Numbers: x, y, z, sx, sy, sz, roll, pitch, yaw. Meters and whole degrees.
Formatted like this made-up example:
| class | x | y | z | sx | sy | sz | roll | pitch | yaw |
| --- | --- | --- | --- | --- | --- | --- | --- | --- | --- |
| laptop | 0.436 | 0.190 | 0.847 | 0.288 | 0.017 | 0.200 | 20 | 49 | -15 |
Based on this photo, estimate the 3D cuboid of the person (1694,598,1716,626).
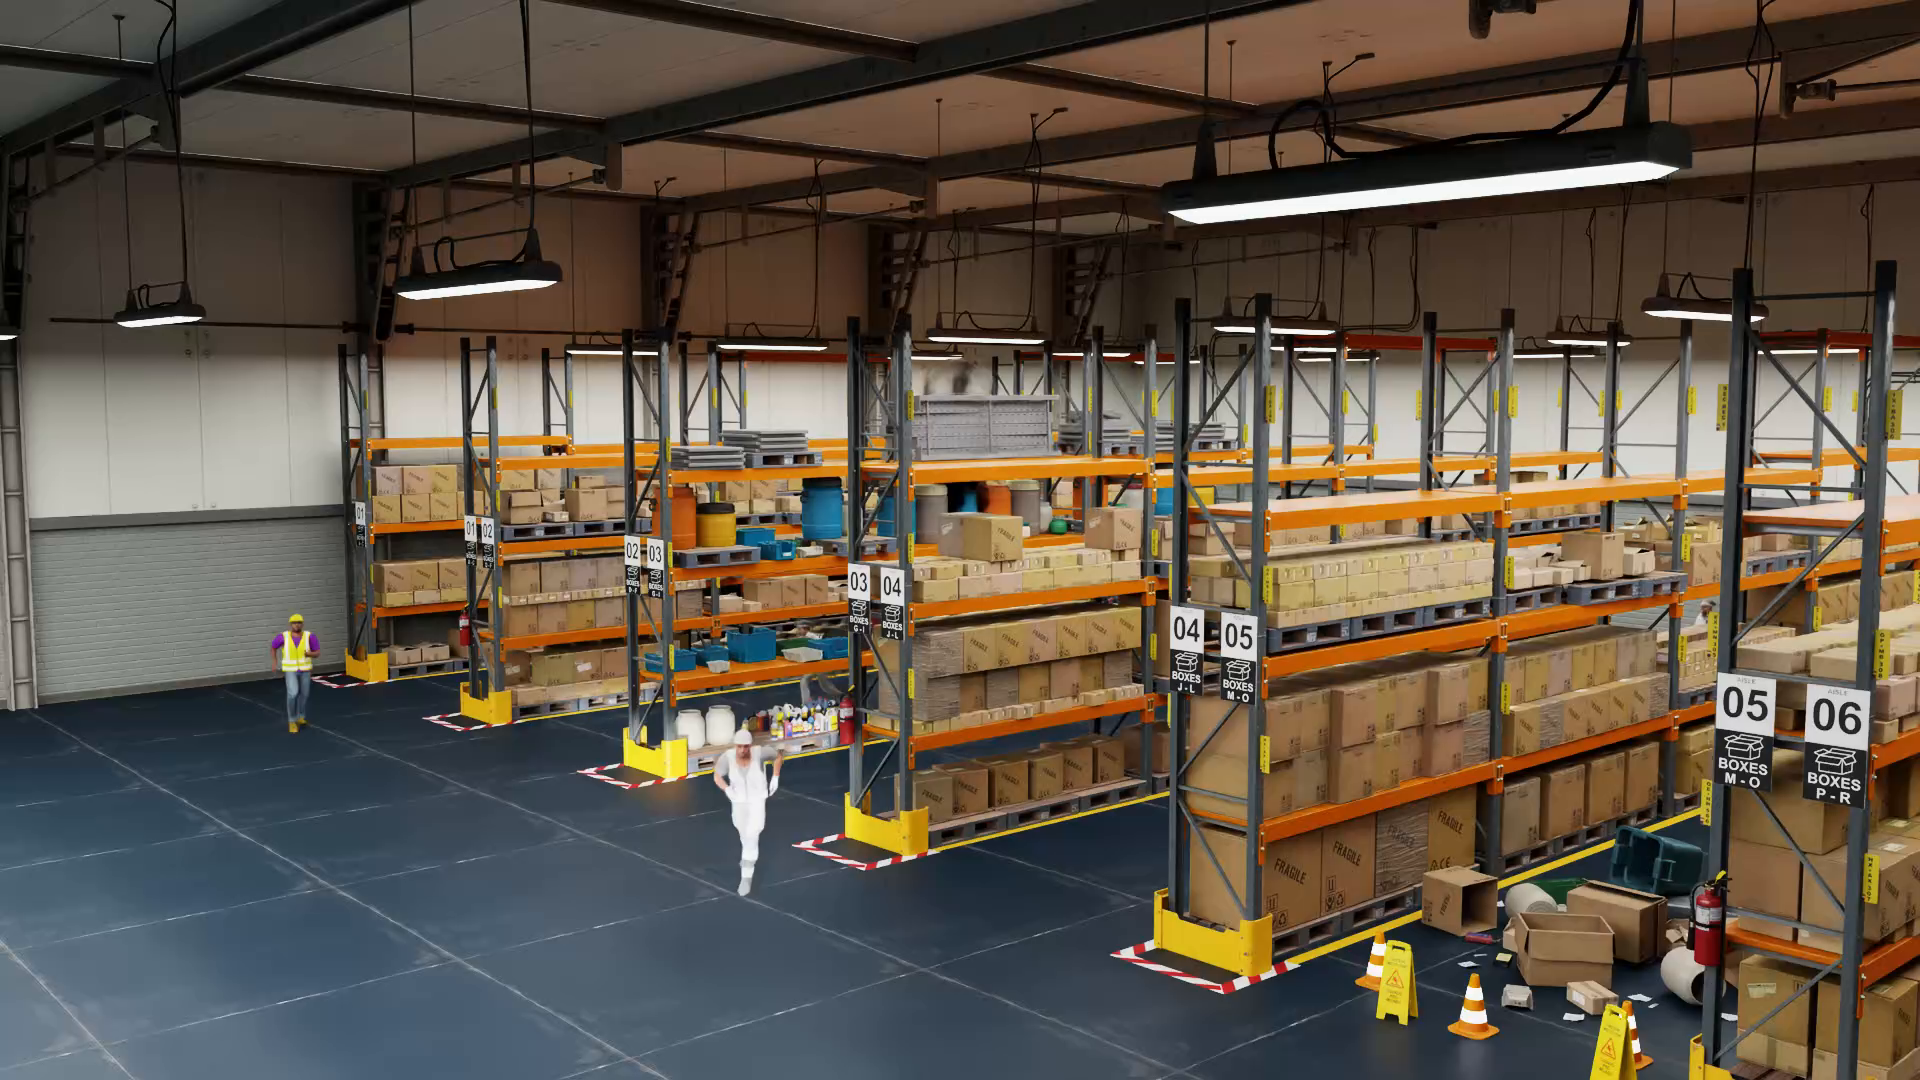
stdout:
| class | x | y | z | sx | sy | sz | roll | pitch | yaw |
| --- | --- | --- | --- | --- | --- | --- | --- | --- | --- |
| person | 12.529 | 1.836 | 27.861 | 0.731 | 1.747 | 0.555 | -4 | 7 | -39 |

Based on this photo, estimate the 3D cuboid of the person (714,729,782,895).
| class | x | y | z | sx | sy | sz | roll | pitch | yaw |
| --- | --- | --- | --- | --- | --- | --- | --- | --- | --- |
| person | -2.223 | 2.776 | 17.489 | 0.702 | 1.733 | 1.054 | 0 | 5 | -3 |

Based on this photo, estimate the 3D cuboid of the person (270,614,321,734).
| class | x | y | z | sx | sy | sz | roll | pitch | yaw |
| --- | --- | --- | --- | --- | --- | --- | --- | --- | --- |
| person | -10.075 | 2.029 | 25.285 | 0.670 | 1.819 | 0.751 | -3 | 6 | -30 |

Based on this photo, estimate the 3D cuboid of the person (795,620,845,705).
| class | x | y | z | sx | sy | sz | roll | pitch | yaw |
| --- | --- | --- | --- | --- | --- | --- | --- | --- | --- |
| person | -2.229 | 2.032 | 26.392 | 0.969 | 1.628 | 0.656 | -5 | 7 | -43 |
